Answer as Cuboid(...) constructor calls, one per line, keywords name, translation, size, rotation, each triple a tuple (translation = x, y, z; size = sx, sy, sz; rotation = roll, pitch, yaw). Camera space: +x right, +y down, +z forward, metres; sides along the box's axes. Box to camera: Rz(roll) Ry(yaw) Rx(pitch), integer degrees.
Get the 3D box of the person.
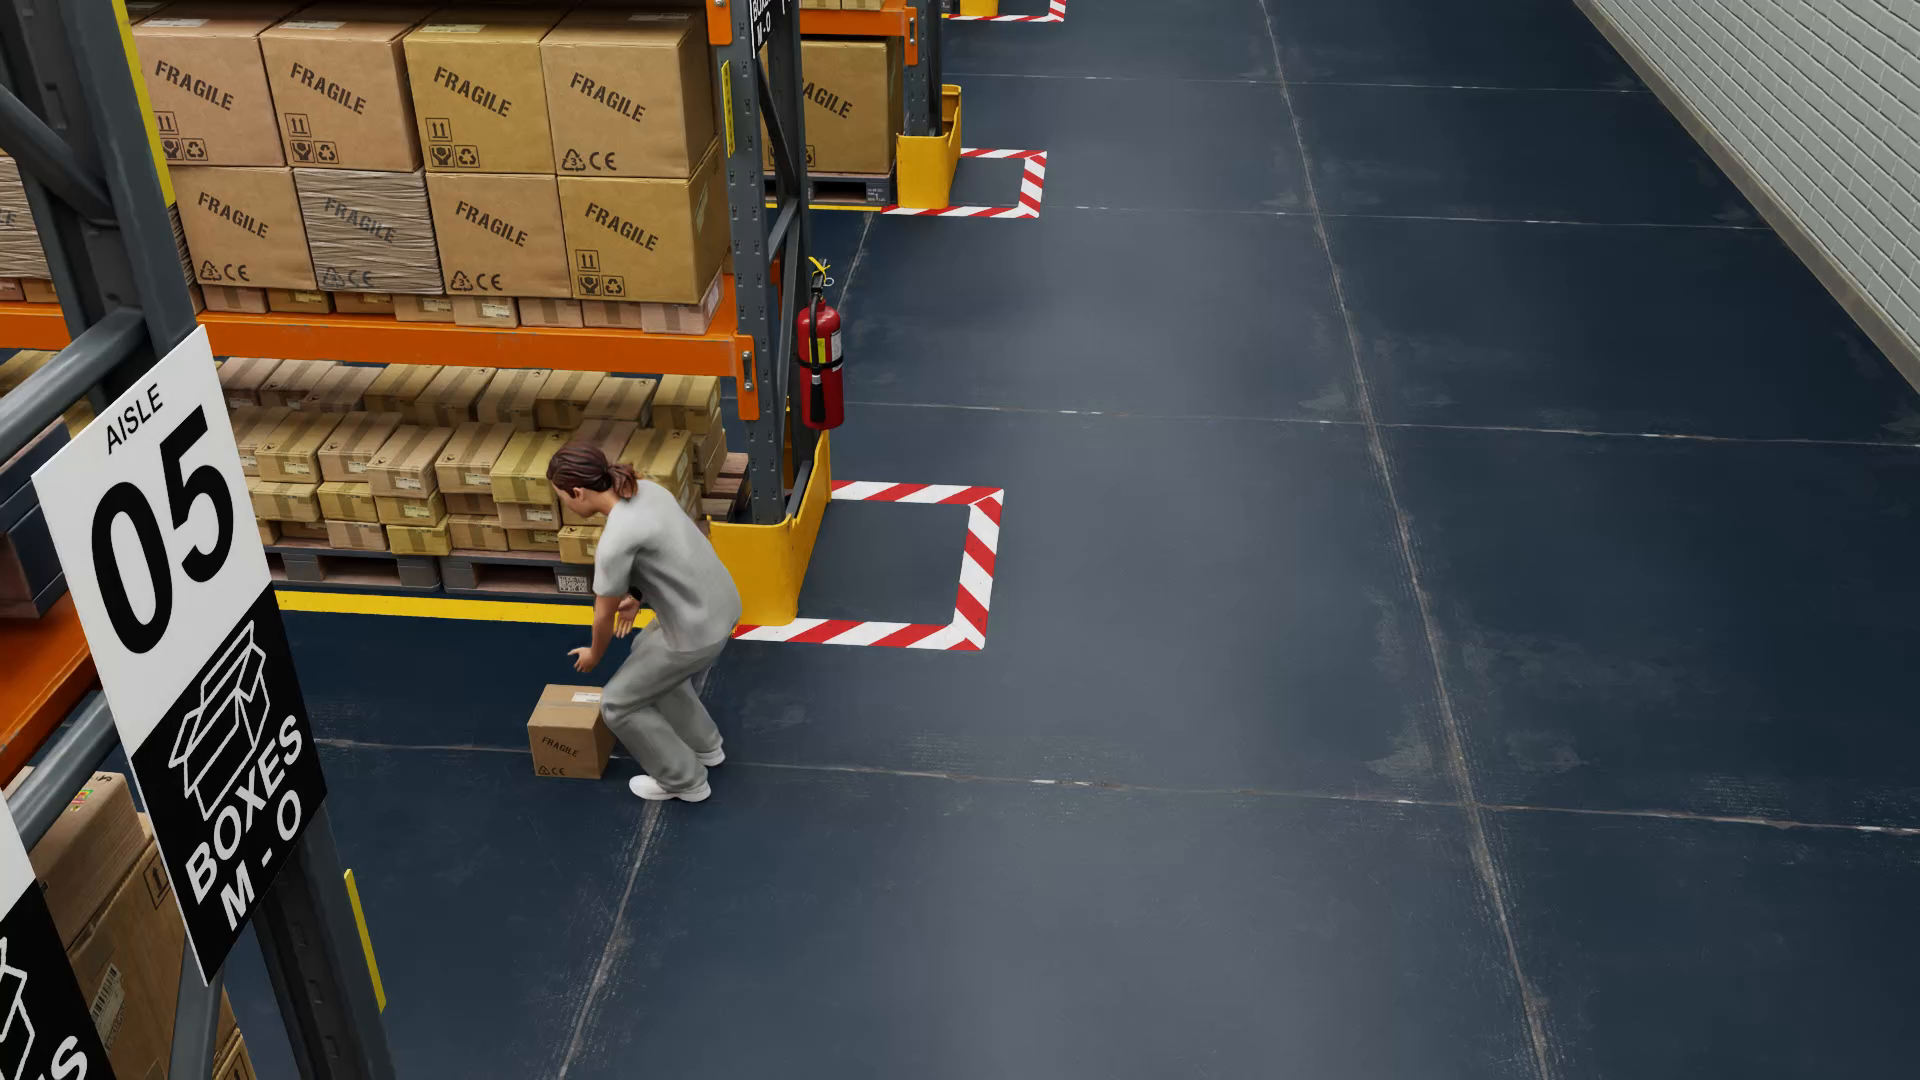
Cuboid(name="person", translation=(-1.095, 0.304, 5.902), size=(0.615, 1.417, 0.490), rotation=(7, 33, 12))
